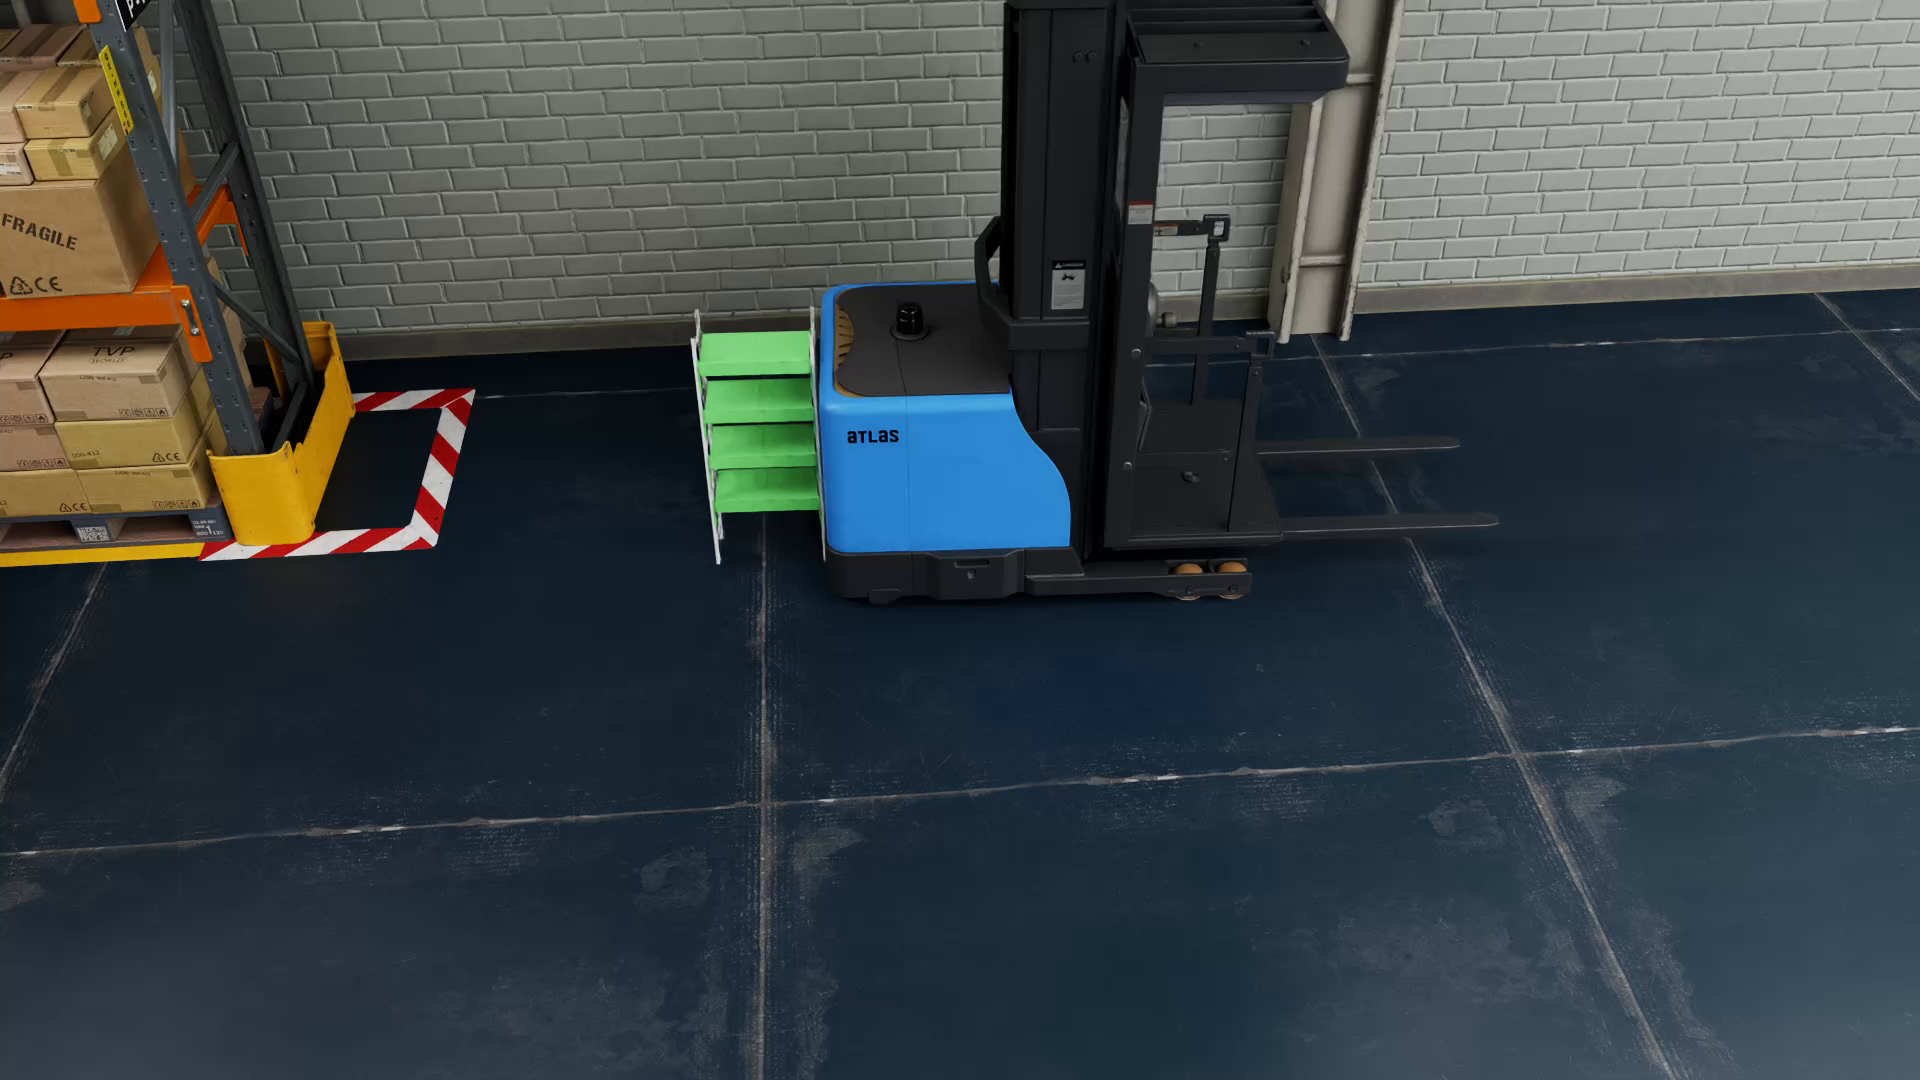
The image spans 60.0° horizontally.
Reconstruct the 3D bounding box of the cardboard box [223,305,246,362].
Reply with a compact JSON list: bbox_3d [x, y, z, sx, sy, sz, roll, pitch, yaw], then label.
[{"bbox_3d":[-3.760,-0.898,7.943,0.500,0.250,0.500,-2,38,-3],"label":"cardboard box"}]

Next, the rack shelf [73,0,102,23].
[{"bbox_3d":[-5.266,-2.299,6.402,4.000,0.370,1.077,-3,38,-4],"label":"rack shelf"}]

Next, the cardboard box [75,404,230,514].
[{"bbox_3d":[-3.714,-0.378,7.689,0.500,0.250,0.500,-3,38,-4],"label":"cardboard box"}]

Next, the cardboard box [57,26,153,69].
[{"bbox_3d":[-3.627,-2.038,7.067,0.250,0.149,0.380,-4,38,-5],"label":"cardboard box"}]

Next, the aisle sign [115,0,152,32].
[{"bbox_3d":[-3.182,-2.357,6.217,0.004,0.787,0.394,-3,38,-4],"label":"aisle sign"}]

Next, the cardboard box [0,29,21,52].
[{"bbox_3d":[-4.152,-2.021,7.045,0.250,0.149,0.380,-2,38,-3],"label":"cardboard box"}]

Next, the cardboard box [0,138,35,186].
[{"bbox_3d":[-3.846,-1.583,6.731,0.250,0.149,0.380,-3,38,-3],"label":"cardboard box"}]

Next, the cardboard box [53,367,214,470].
[{"bbox_3d":[-3.731,-0.576,7.535,0.500,0.250,0.500,-4,38,-5],"label":"cardboard box"}]

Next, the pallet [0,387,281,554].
[{"bbox_3d":[-4.032,-0.351,8.025,1.213,0.211,1.003,-3,38,-4],"label":"pallet"}]

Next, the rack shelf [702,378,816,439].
[{"bbox_3d":[-0.867,-0.579,7.231,0.480,0.148,0.258,-2,38,-2],"label":"rack shelf"}]

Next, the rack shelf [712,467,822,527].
[{"bbox_3d":[-0.867,-0.202,7.528,0.480,0.148,0.258,-2,38,-2],"label":"rack shelf"}]

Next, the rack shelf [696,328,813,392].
[{"bbox_3d":[-0.867,-0.768,7.082,0.480,0.148,0.258,-2,38,-2],"label":"rack shelf"}]

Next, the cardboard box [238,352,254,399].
[{"bbox_3d":[-3.780,-0.693,8.087,0.500,0.250,0.500,-3,38,-4],"label":"cardboard box"}]

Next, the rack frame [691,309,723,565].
[{"bbox_3d":[-1.111,-0.433,7.330,0.015,1.200,0.240,-2,38,-2],"label":"rack frame"}]

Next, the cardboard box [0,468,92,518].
[{"bbox_3d":[-4.210,-0.357,7.662,0.500,0.250,0.500,-3,38,-4],"label":"cardboard box"}]

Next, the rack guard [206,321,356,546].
[{"bbox_3d":[-3.250,-0.534,8.023,0.348,0.500,1.175,-3,38,-4],"label":"rack guard"}]

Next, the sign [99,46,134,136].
[{"bbox_3d":[-3.239,-1.726,6.390,0.005,0.325,0.100,-3,38,-4],"label":"sign"}]

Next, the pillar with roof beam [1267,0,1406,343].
[{"bbox_3d":[2.311,-2.060,3.096,0.400,9.000,9.100,-3,38,-4],"label":"pillar with roof beam"}]

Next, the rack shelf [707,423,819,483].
[{"bbox_3d":[-0.867,-0.391,7.380,0.480,0.148,0.258,-2,38,-2],"label":"rack shelf"}]

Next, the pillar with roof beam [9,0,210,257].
[{"bbox_3d":[-3.666,-1.731,2.679,0.400,9.000,9.100,-3,38,-4],"label":"pillar with roof beam"}]

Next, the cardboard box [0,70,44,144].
[{"bbox_3d":[-3.855,-1.742,6.692,0.250,0.149,0.380,-3,38,-4],"label":"cardboard box"}]

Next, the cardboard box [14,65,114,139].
[{"bbox_3d":[-3.612,-1.775,6.733,0.250,0.149,0.380,-3,38,-4],"label":"cardboard box"}]

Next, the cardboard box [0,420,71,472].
[{"bbox_3d":[-4.231,-0.555,7.509,0.500,0.250,0.500,-3,38,-4],"label":"cardboard box"}]

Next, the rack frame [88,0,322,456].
[{"bbox_3d":[-3.274,-1.514,7.247,0.127,3.000,1.000,-3,38,-4],"label":"rack frame"}]

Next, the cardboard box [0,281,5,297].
[{"bbox_3d":[-4.258,-1.341,6.948,0.500,0.500,0.500,-2,38,-3],"label":"cardboard box"}]

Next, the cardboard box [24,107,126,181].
[{"bbox_3d":[-3.594,-1.616,6.772,0.250,0.149,0.380,-3,38,-3],"label":"cardboard box"}]

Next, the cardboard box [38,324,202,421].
[{"bbox_3d":[-3.705,-0.774,7.383,0.500,0.250,0.500,-2,38,-2],"label":"cardboard box"}]

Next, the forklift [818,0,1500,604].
[{"bbox_3d":[0.902,-1.209,6.916,3.031,2.935,1.130,-2,38,-2],"label":"forklift"}]

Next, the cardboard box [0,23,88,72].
[{"bbox_3d":[-3.897,-2.062,7.097,0.250,0.149,0.380,-2,38,-2],"label":"cardboard box"}]

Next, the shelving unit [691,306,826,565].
[{"bbox_3d":[-0.867,-0.441,7.340,0.503,1.200,0.258,-2,38,-2],"label":"shelving unit"}]

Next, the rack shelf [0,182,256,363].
[{"bbox_3d":[-5.266,-1.122,7.331,4.000,0.370,1.077,-3,38,-4],"label":"rack shelf"}]

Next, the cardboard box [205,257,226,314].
[{"bbox_3d":[-3.769,-1.082,7.773,0.500,0.250,0.500,-4,38,-5],"label":"cardboard box"}]

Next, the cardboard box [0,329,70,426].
[{"bbox_3d":[-4.213,-0.742,7.343,0.500,0.250,0.500,-2,38,-3],"label":"cardboard box"}]

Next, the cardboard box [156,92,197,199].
[{"bbox_3d":[-3.792,-1.697,7.399,0.500,0.500,0.500,-2,38,-3],"label":"cardboard box"}]

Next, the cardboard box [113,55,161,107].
[{"bbox_3d":[-3.634,-1.949,7.194,0.250,0.149,0.380,-4,38,-5],"label":"cardboard box"}]

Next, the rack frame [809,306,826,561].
[{"bbox_3d":[-0.624,-0.449,7.350,0.015,1.200,0.240,-2,38,-2],"label":"rack frame"}]

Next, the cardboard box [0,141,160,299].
[{"bbox_3d":[-3.740,-1.364,6.976,0.500,0.500,0.500,-4,38,-5],"label":"cardboard box"}]
